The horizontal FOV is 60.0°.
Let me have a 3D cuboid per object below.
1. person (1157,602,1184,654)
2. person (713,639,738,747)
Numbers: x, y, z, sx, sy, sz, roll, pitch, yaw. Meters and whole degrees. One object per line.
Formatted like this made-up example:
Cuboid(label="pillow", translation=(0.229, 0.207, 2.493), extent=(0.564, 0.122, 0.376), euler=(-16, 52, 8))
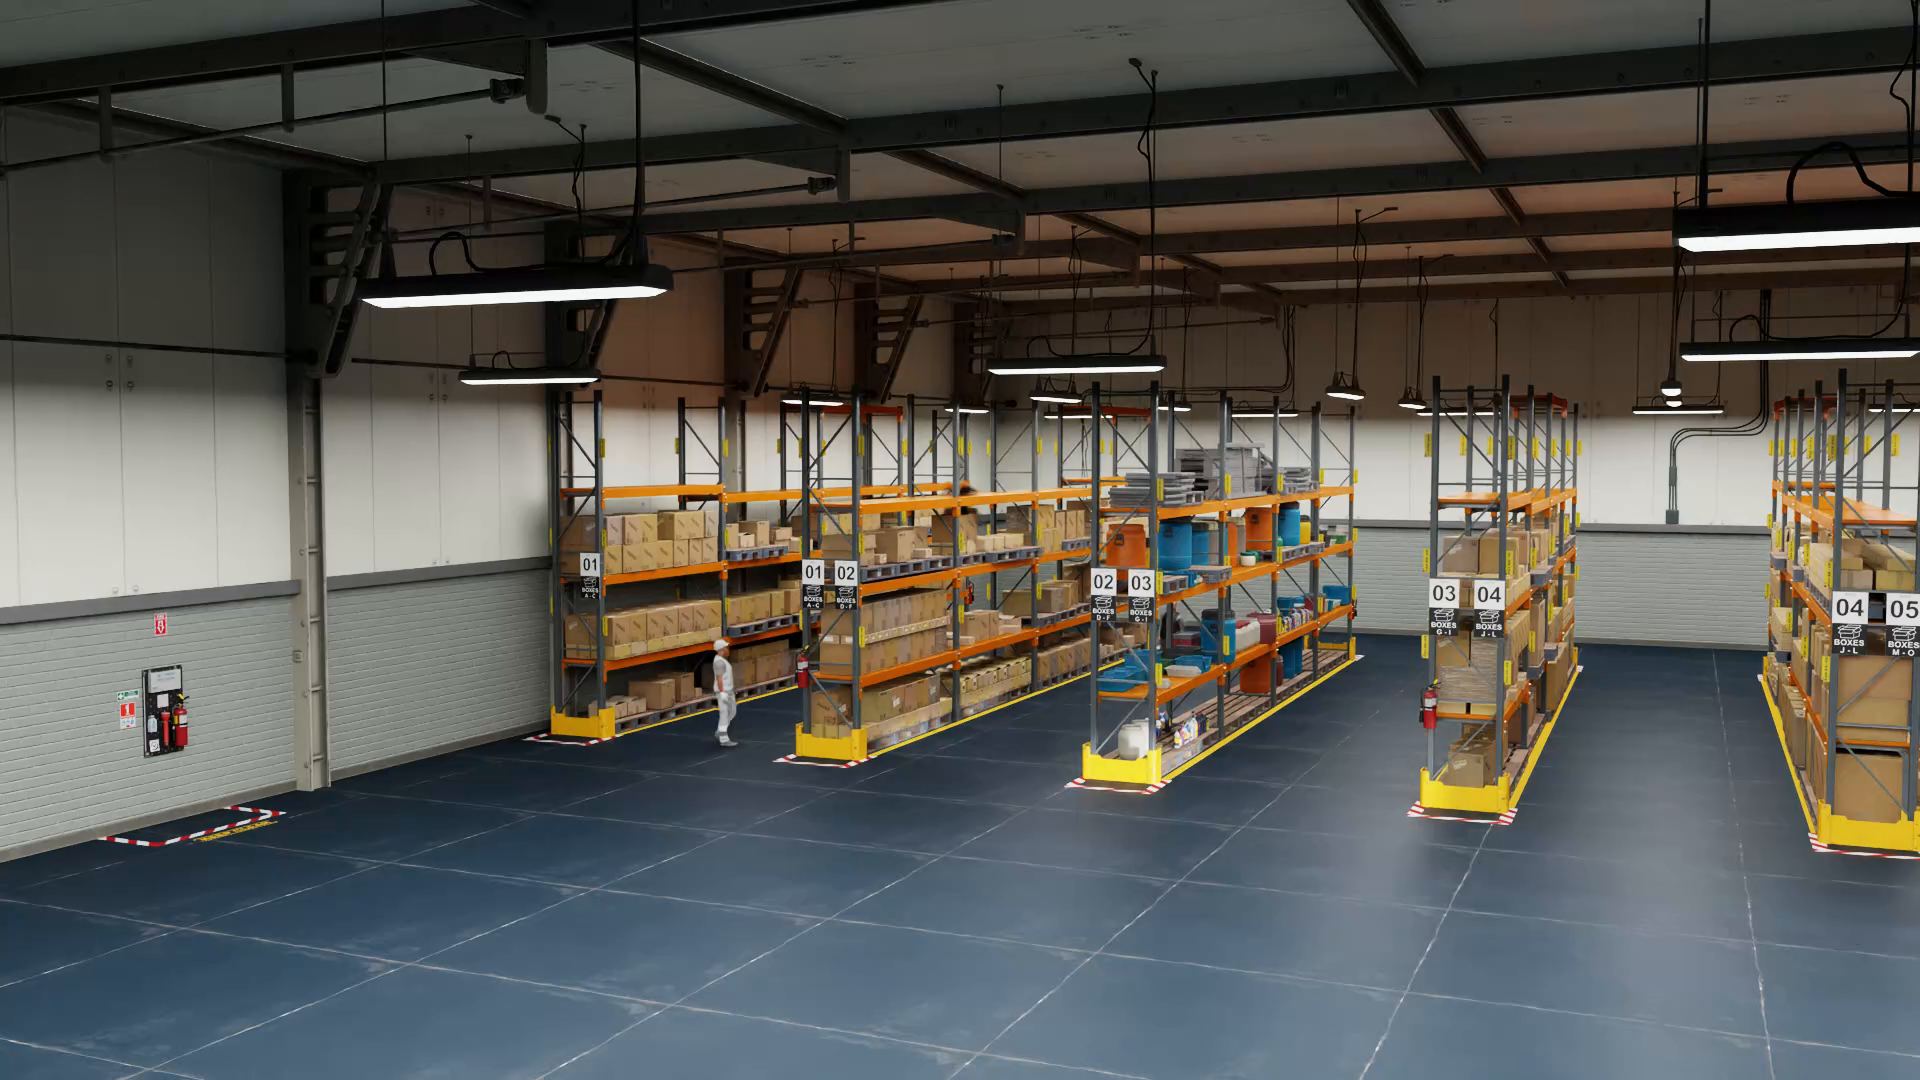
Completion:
Cuboid(label="person", translation=(4.604, 2.154, 36.218), extent=(0.569, 1.673, 0.841), euler=(1, 3, 20))
Cuboid(label="person", translation=(-3.969, 2.565, 28.041), extent=(0.500, 1.793, 0.626), euler=(0, 3, 8))
